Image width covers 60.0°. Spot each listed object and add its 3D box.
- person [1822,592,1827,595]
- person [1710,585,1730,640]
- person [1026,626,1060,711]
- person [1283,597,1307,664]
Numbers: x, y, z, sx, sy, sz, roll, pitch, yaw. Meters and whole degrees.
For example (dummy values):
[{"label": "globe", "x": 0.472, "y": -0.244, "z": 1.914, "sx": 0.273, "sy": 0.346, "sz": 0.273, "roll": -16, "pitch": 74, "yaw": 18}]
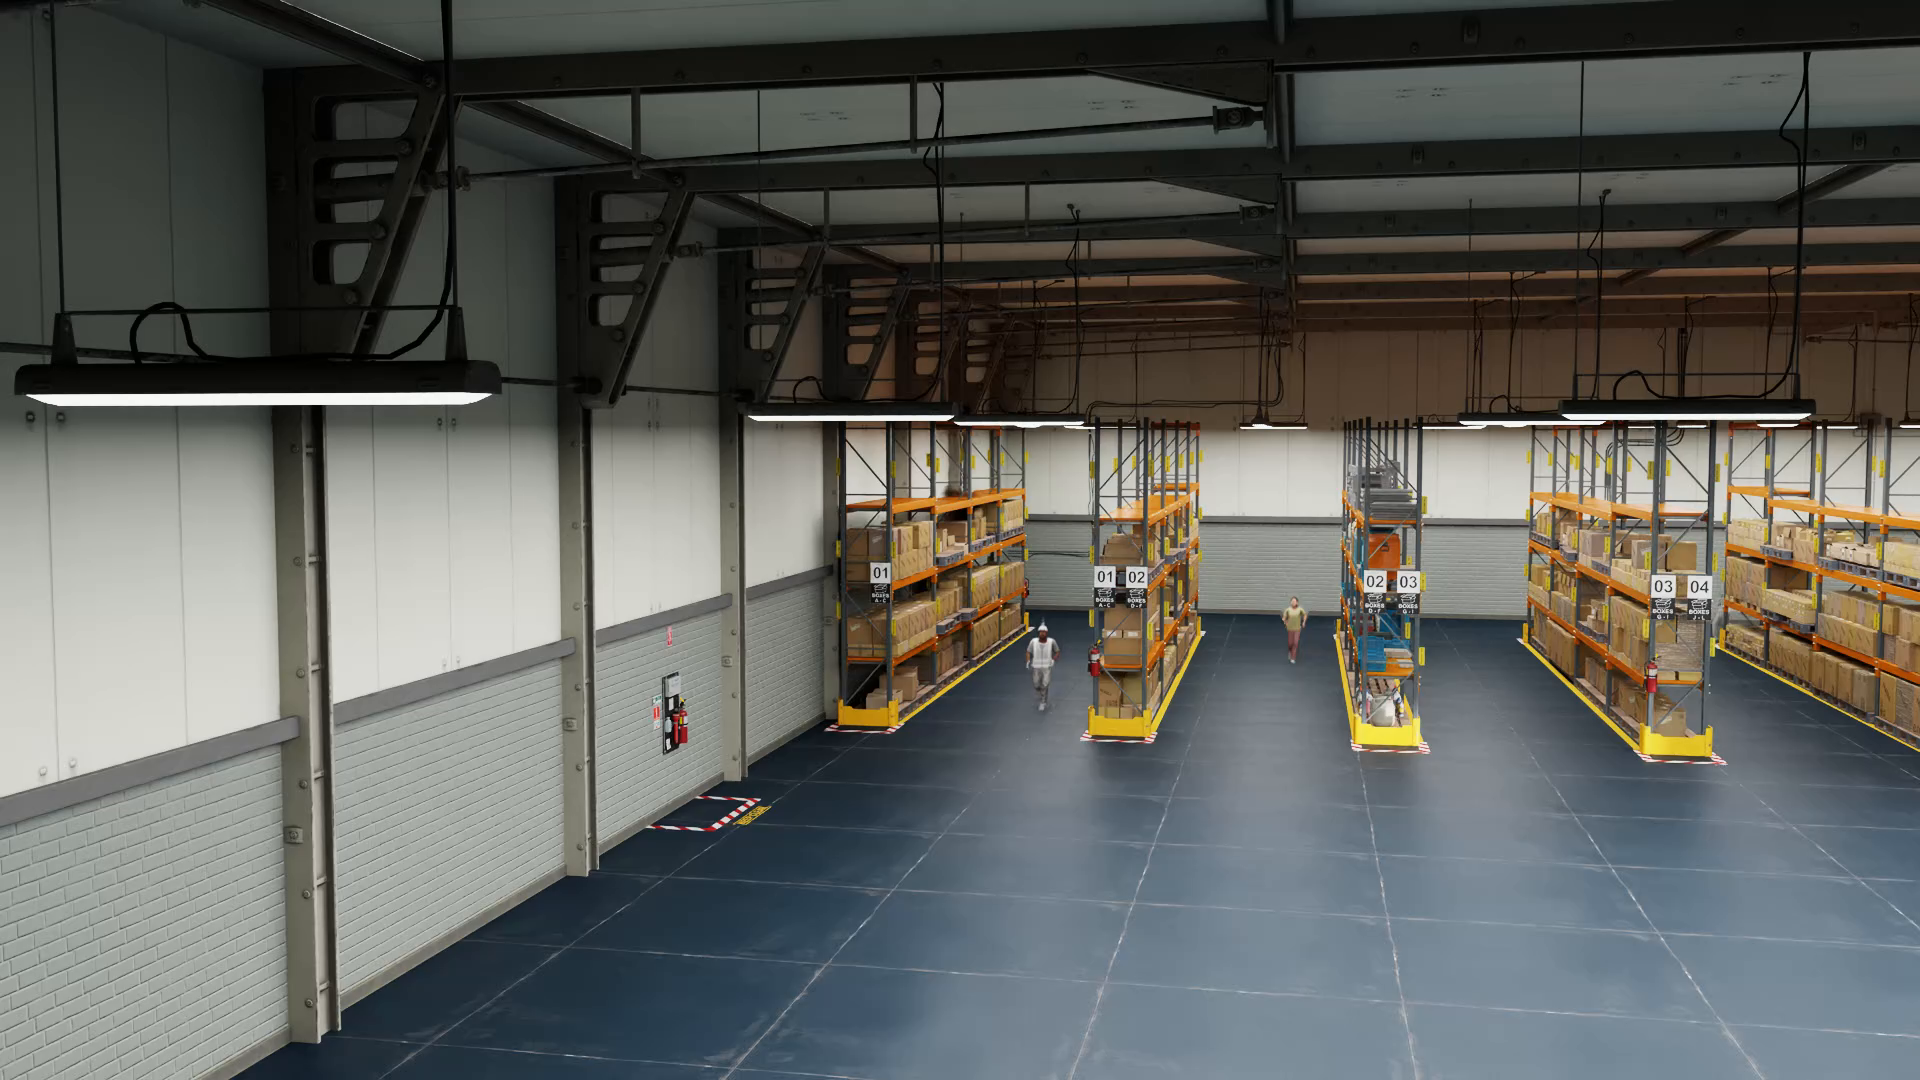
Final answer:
[{"label": "person", "x": 22.298, "y": 2.134, "z": 43.031, "sx": 0.634, "sy": 1.585, "sz": 0.558, "roll": 0, "pitch": 4, "yaw": 1}, {"label": "person", "x": 20.830, "y": 1.953, "z": 45.386, "sx": 0.811, "sy": 1.642, "sz": 0.679, "roll": 2, "pitch": 4, "yaw": 27}, {"label": "person", "x": 1.718, "y": 2.635, "z": 34.423, "sx": 0.698, "sy": 1.748, "sz": 0.597, "roll": 0, "pitch": 4, "yaw": 7}, {"label": "person", "x": 8.303, "y": 2.235, "z": 41.276, "sx": 0.593, "sy": 1.639, "sz": 0.901, "roll": 1, "pitch": 4, "yaw": 13}]
